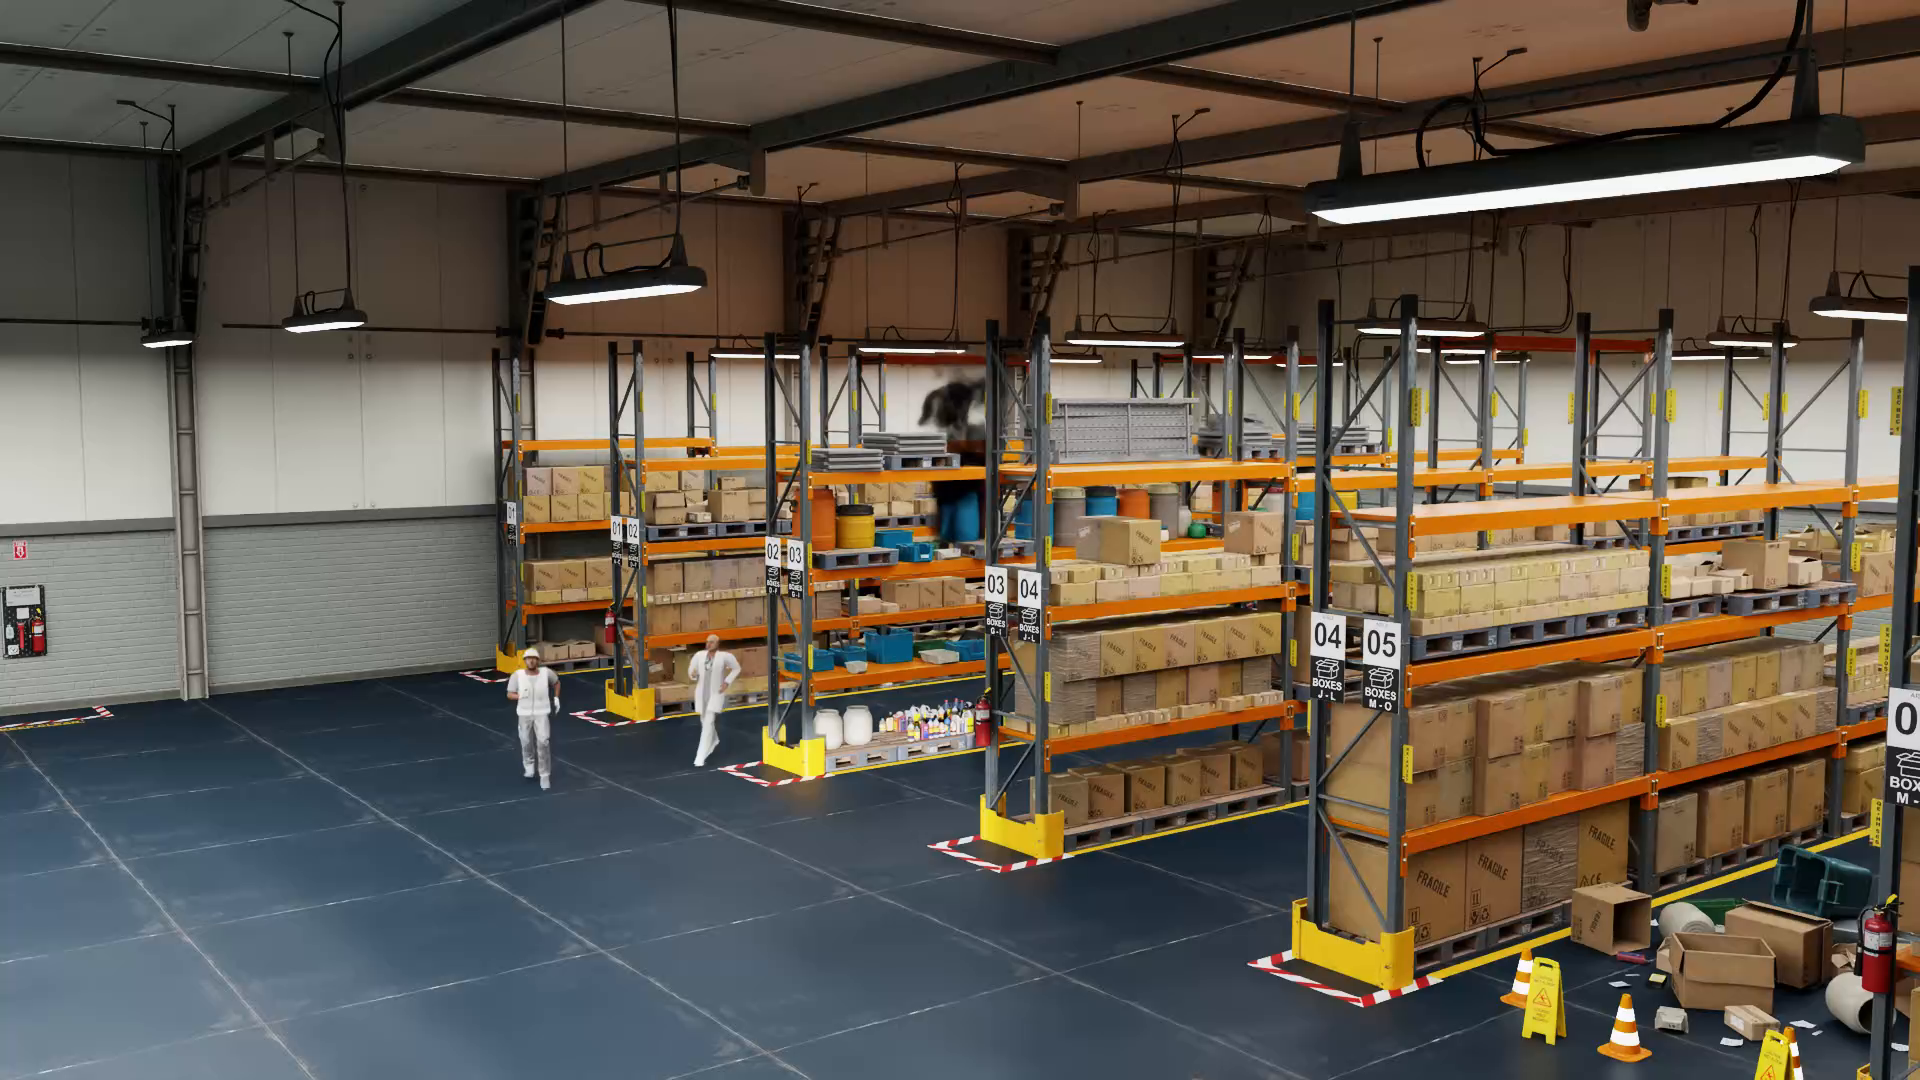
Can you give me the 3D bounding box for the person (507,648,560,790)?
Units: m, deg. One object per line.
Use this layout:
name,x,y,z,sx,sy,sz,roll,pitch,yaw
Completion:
person,-5.634,2.347,21.985,0.668,1.852,0.785,-1,5,-12

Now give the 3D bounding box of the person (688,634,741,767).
person,-3.479,2.228,23.397,0.710,1.834,0.891,2,5,18
